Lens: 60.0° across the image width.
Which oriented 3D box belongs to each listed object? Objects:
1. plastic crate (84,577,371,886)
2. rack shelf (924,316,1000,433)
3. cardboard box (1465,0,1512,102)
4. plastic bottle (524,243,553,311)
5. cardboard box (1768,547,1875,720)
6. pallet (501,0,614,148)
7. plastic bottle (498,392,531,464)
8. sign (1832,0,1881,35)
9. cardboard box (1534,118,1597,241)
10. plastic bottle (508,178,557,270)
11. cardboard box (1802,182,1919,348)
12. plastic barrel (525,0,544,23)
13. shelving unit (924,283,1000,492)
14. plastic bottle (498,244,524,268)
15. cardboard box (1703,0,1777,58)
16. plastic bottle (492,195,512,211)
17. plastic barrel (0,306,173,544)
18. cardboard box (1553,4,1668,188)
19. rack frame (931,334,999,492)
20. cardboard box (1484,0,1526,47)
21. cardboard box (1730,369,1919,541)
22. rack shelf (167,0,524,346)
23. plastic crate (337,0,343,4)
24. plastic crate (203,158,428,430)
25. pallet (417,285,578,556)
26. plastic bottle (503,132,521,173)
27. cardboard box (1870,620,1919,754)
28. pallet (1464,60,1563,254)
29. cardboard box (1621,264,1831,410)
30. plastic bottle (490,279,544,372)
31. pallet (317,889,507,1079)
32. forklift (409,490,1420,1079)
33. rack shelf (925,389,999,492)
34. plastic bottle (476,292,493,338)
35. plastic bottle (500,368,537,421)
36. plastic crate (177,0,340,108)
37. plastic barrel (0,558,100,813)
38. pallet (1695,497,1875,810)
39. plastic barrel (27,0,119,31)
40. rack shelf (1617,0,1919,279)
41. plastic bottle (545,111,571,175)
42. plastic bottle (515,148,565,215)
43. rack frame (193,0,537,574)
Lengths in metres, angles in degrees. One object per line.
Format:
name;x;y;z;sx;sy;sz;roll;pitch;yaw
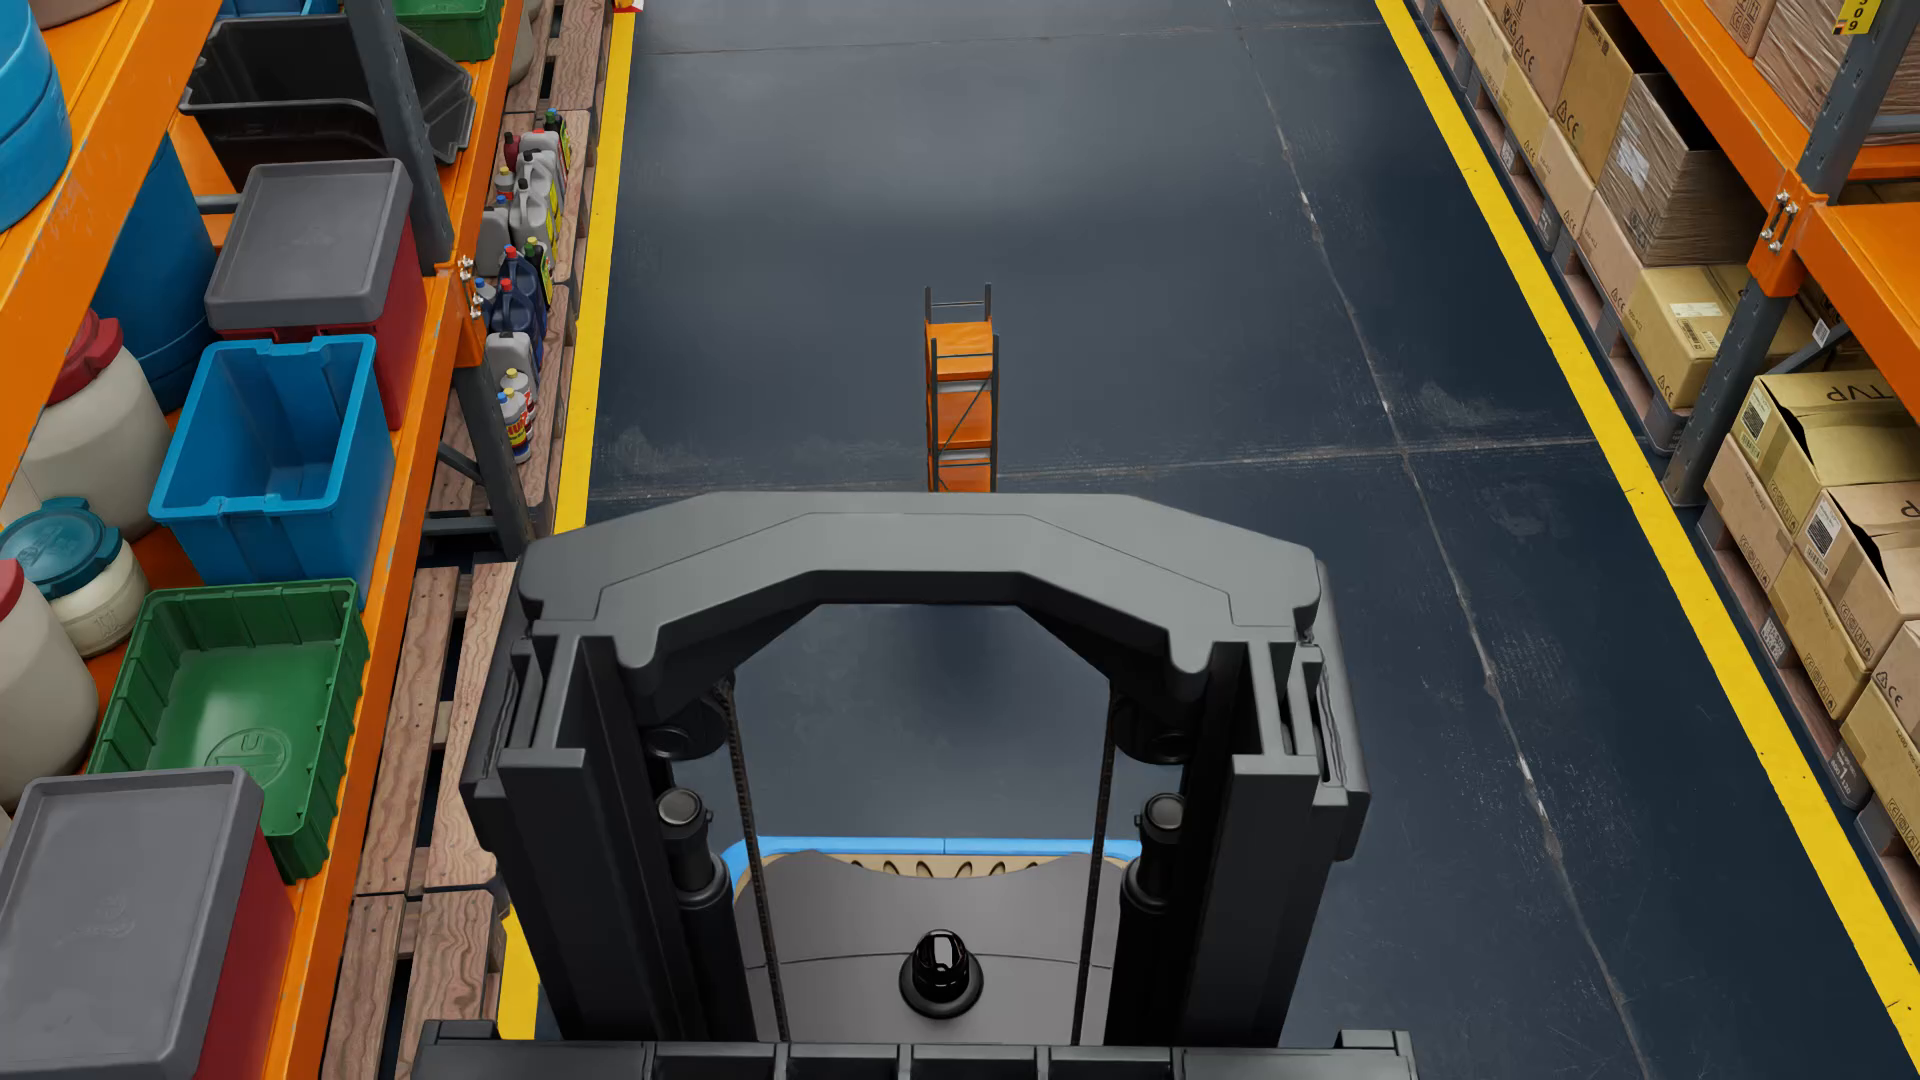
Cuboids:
plastic crate;-1.508;0.398;3.453;0.450;0.188;0.662;-3;47;-3
rack shelf;0.004;-0.510;5.134;0.215;0.259;0.240;-3;47;-3
cardboard box;2.576;-2.184;7.357;0.500;0.250;0.500;-3;47;-3
plastic bottle;-1.578;-1.002;6.201;0.061;0.283;0.133;-2;47;-2
cardboard box;2.829;0.262;5.040;0.500;0.250;0.500;-2;47;-2
pallet;-2.154;-2.212;7.700;1.003;0.211;1.213;-3;47;-3
plastic bottle;-1.525;-0.388;5.627;0.097;0.271;0.097;0;47;0
sign;2.448;-1.506;4.459;0.100;0.325;0.005;-3;47;-3
cardboard box;2.656;-1.460;6.671;0.500;0.250;0.500;-3;47;-3
plastic bottle;-1.641;-1.211;6.352;0.144;0.351;0.185;-4;47;-4
cardboard box;3.274;-1.027;5.745;0.500;0.500;0.500;-3;47;-3
plastic barrel;-2.139;-2.629;7.598;0.421;0.512;0.421;0;47;0
shelving unit;0.004;-0.322;5.332;0.215;1.050;0.252;-3;47;-3
plastic bottle;-1.655;-0.980;6.189;0.097;0.271;0.097;0;47;0
cardboard box;2.907;-1.952;5.464;0.700;0.500;0.500;-4;47;-4
plastic bottle;-1.773;-1.255;6.497;0.097;0.201;0.097;0;47;0
plastic barrel;-2.074;-0.258;3.835;0.433;0.535;0.433;0;47;0
cardboard box;2.668;-1.719;6.400;0.500;0.500;0.500;-3;47;-3
rack frame;0.015;-0.234;5.249;0.200;1.050;0.008;-3;47;-3
cardboard box;2.588;-2.442;7.085;0.500;0.500;0.500;-3;47;-3
cardboard box;2.787;-0.293;5.180;0.500;0.311;0.500;-3;47;-3
rack shelf;-2.103;-2.117;6.184;1.077;0.370;4.000;-3;47;-3
plastic crate;-2.324;-1.986;5.747;0.530;0.136;0.437;-3;47;-3
plastic crate;-1.590;-0.608;4.215;0.402;0.464;0.583;-3;47;-3
pallet;-1.950;-0.447;6.028;1.003;0.211;1.213;-3;47;-3
plastic bottle;-1.792;-1.536;6.706;0.061;0.283;0.133;-3;47;-3
cardboard box;2.868;0.444;4.482;0.500;0.311;0.500;-5;47;-5
pallet;2.871;-1.720;7.233;1.003;0.211;1.213;-3;47;-3
cardboard box;2.744;-0.737;5.986;0.500;0.250;0.500;-3;47;-3
plastic bottle;-1.589;-0.767;5.932;0.144;0.351;0.185;-2;47;-2
pallet;-1.726;1.492;4.191;1.003;0.211;1.213;-3;47;-3
forklift;-0.052;1.458;2.350;1.130;2.935;3.031;0;47;0
rack shelf;0.004;-0.315;5.340;0.215;0.259;0.240;-3;47;-3
plastic bottle;-1.733;-0.758;5.924;0.144;0.351;0.185;-3;47;-3
plastic bottle;-1.542;-0.511;5.792;0.097;0.201;0.097;0;47;0
plastic crate;-2.299;-1.650;5.350;0.499;0.251;0.616;-3;47;-3
plastic barrel;-2.012;0.272;3.333;0.433;0.535;0.433;0;47;0
pallet;3.101;0.274;5.345;1.003;0.211;1.213;-3;47;-3
plastic barrel;-1.622;-1.293;2.498;0.600;0.901;0.600;0;47;0
rack shelf;2.833;-2.415;6.467;1.077;0.370;4.000;-3;47;-3
plastic bottle;-1.652;-1.643;6.808;0.061;0.283;0.133;-2;47;-2
plastic bottle;-1.674;-1.439;6.620;0.152;0.276;0.135;-5;47;-4
rack frame;-1.935;-0.917;4.553;1.000;3.000;0.127;-3;47;-3
